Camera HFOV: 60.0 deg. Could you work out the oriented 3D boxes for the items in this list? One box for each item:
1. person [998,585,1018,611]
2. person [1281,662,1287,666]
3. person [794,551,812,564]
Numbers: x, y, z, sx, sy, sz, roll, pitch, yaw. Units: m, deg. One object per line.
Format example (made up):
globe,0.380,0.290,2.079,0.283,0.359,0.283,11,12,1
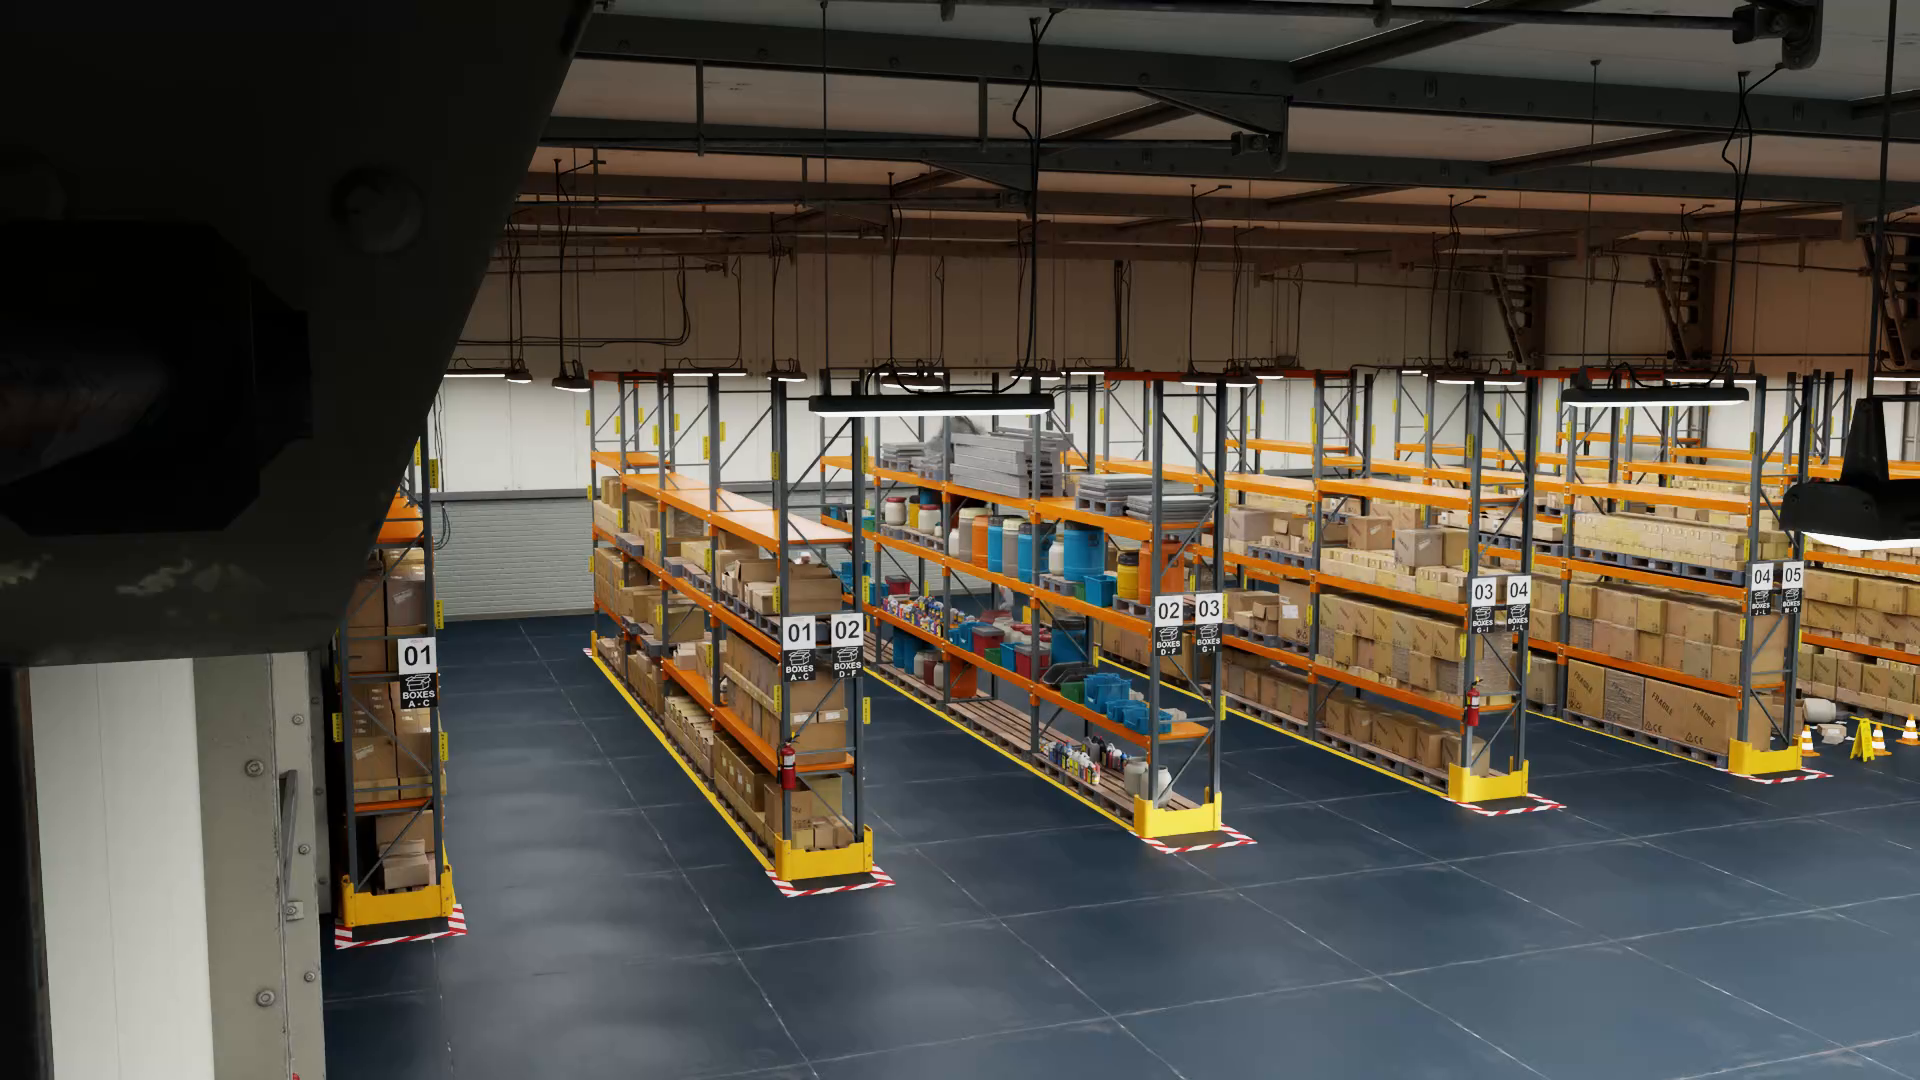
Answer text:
person,1.064,1.151,39.242,0.544,1.627,0.682,1,7,12
person,6.911,1.769,33.270,0.848,1.697,0.714,-1,6,-8
person,-3.998,1.118,39.412,1.013,1.718,0.747,-1,6,-5
